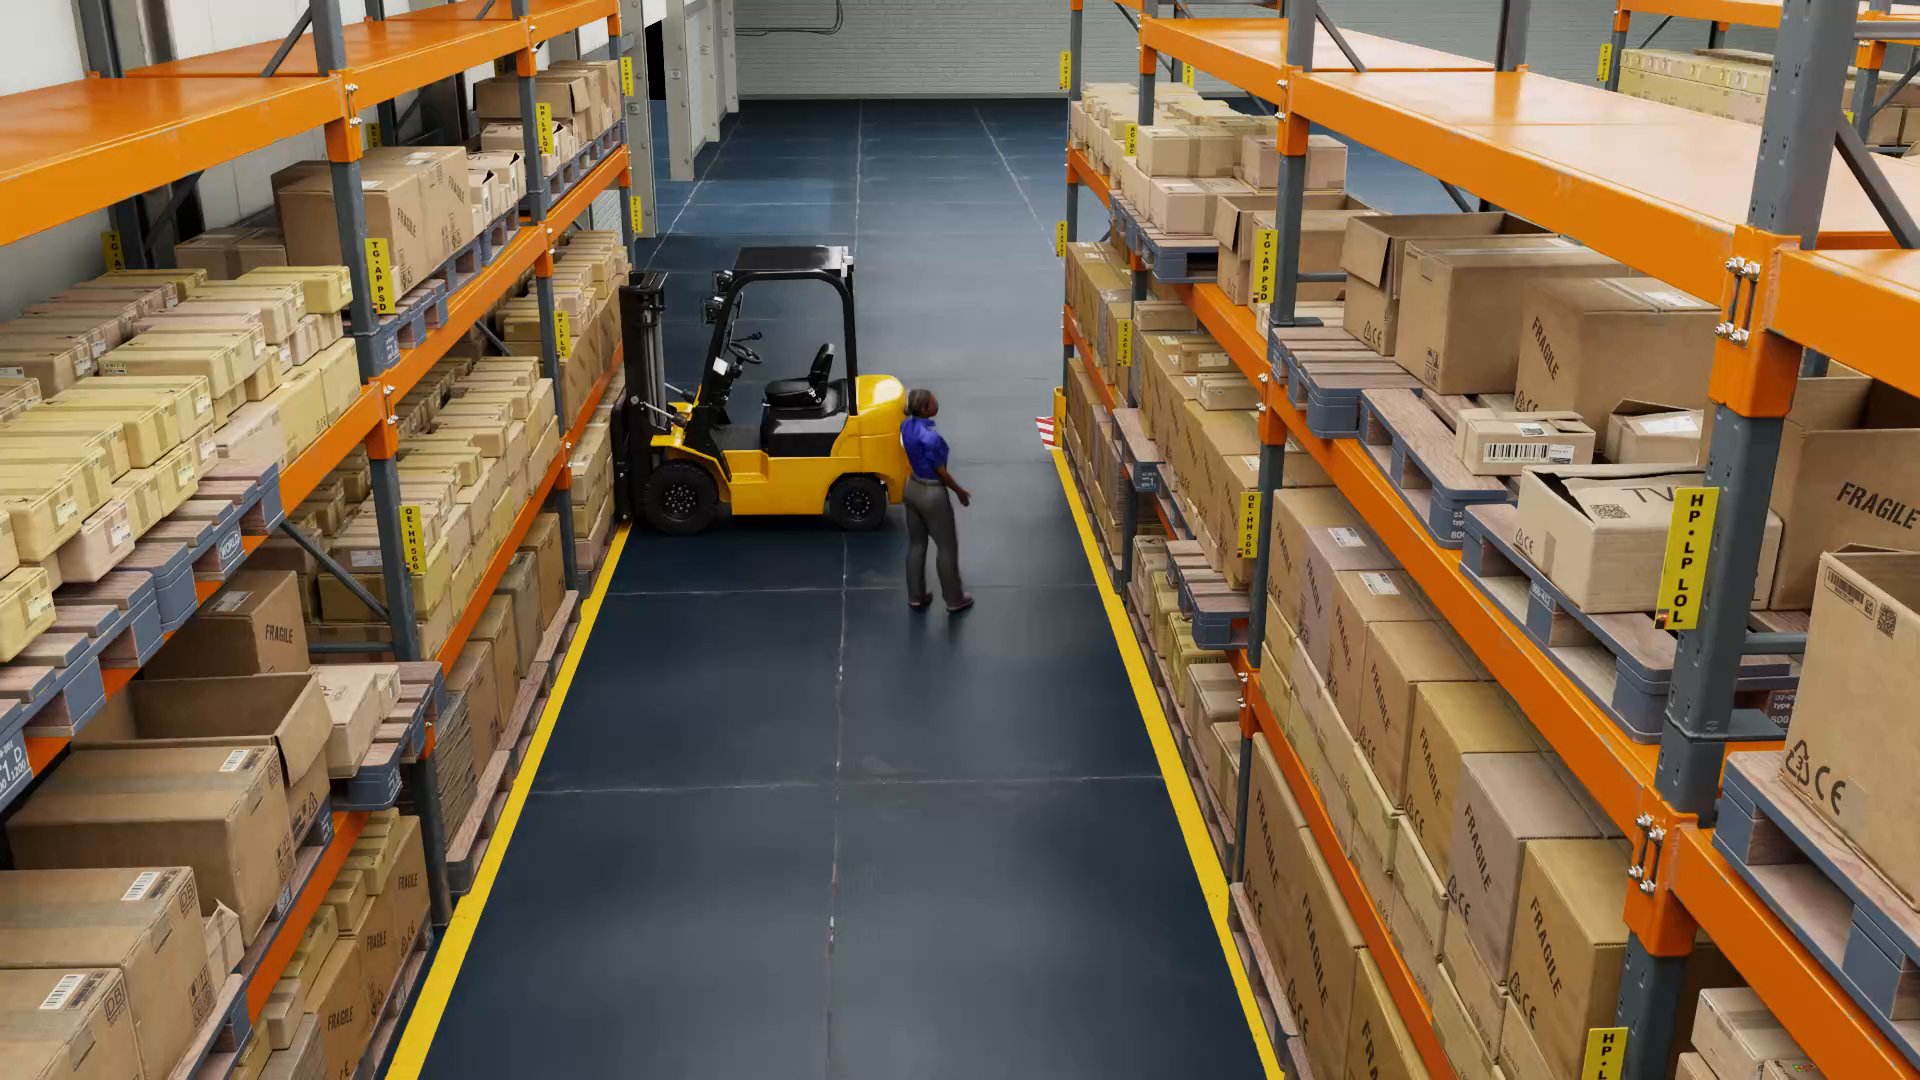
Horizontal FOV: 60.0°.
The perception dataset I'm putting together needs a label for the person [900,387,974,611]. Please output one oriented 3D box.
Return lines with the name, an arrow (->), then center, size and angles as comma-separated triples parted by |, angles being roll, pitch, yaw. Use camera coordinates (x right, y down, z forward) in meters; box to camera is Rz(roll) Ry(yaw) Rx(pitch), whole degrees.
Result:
person -> -0.176, -0.312, 11.889 | 0.497, 1.658, 0.480 | -14, 25, -33
